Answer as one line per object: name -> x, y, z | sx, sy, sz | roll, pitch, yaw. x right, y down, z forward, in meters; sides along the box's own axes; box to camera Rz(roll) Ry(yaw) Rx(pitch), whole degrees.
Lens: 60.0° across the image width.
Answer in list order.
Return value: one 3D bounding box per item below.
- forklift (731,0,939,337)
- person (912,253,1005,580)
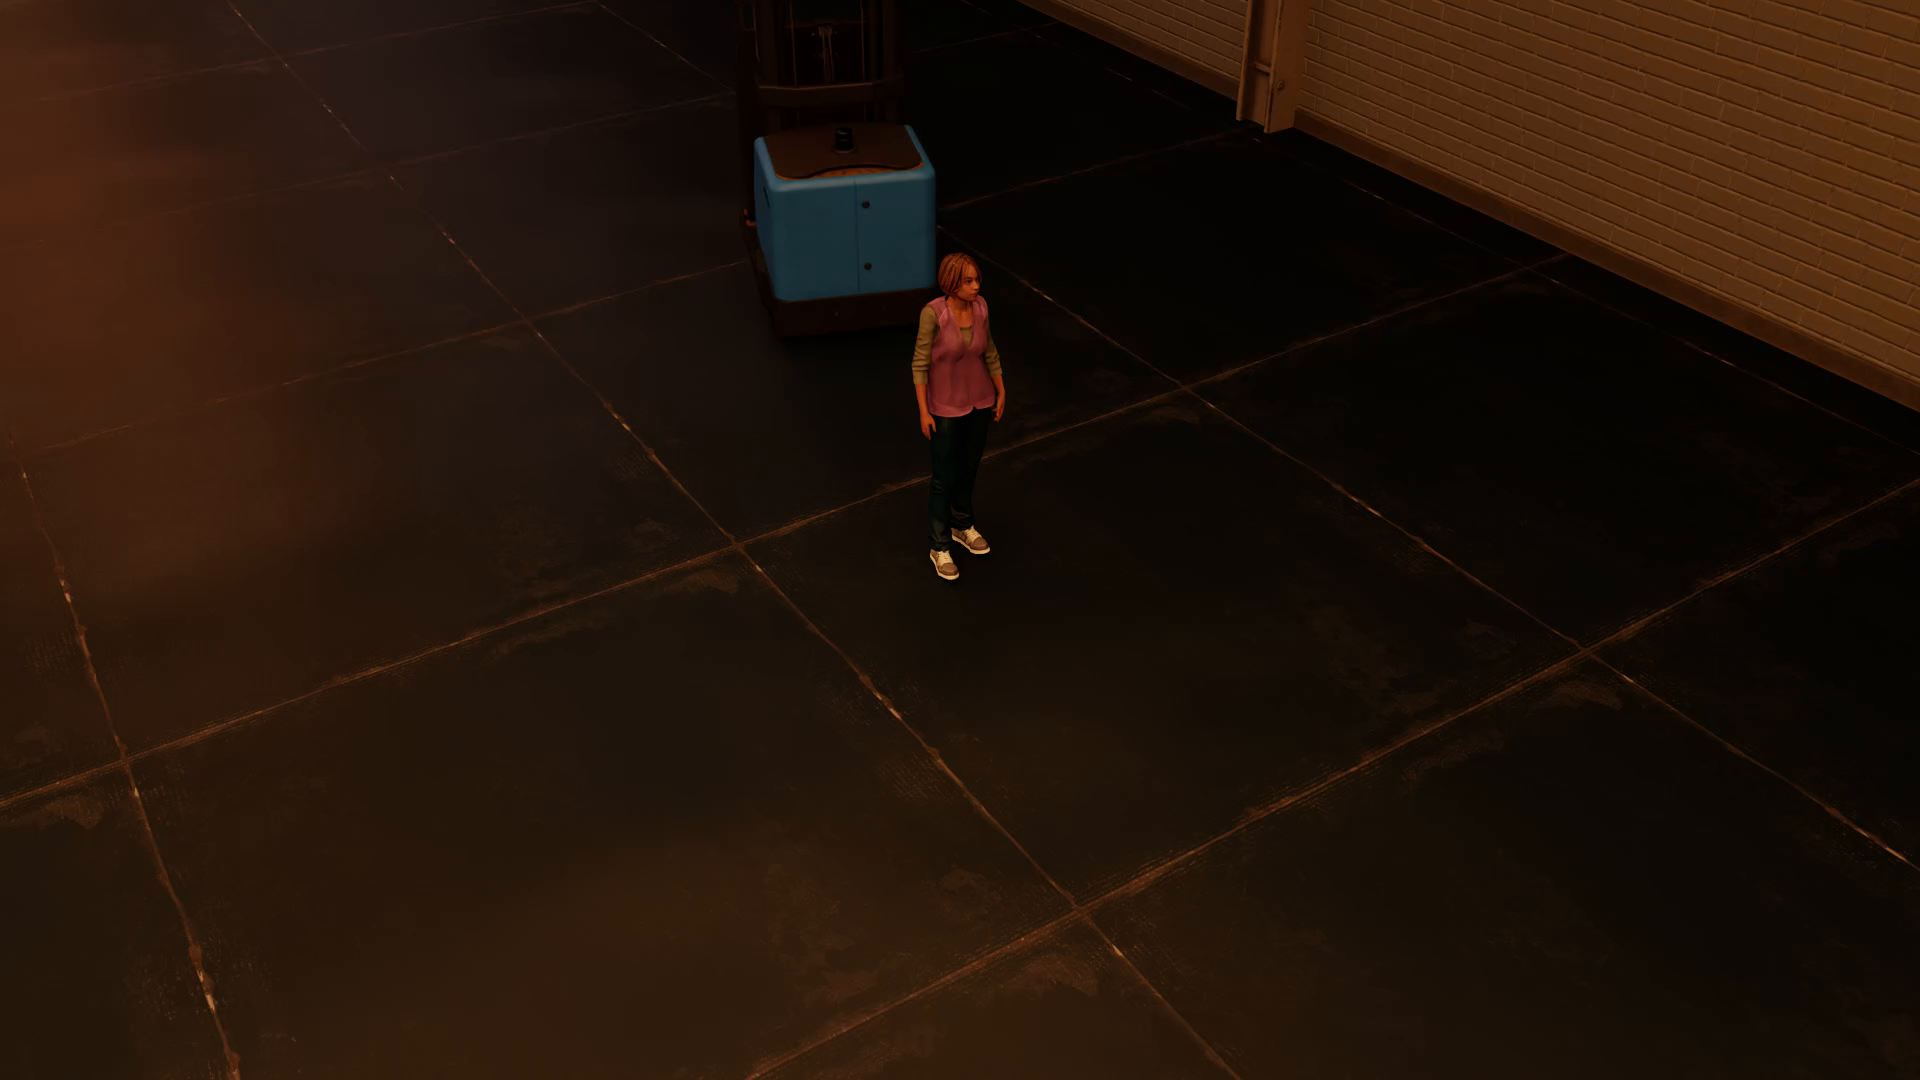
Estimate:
forklift -> -0.952, -3.313, 10.862 | 1.130, 2.935, 3.031 | -7, 36, -10
person -> 0.029, -0.619, 8.176 | 0.520, 1.599, 0.473 | -21, 40, -27
